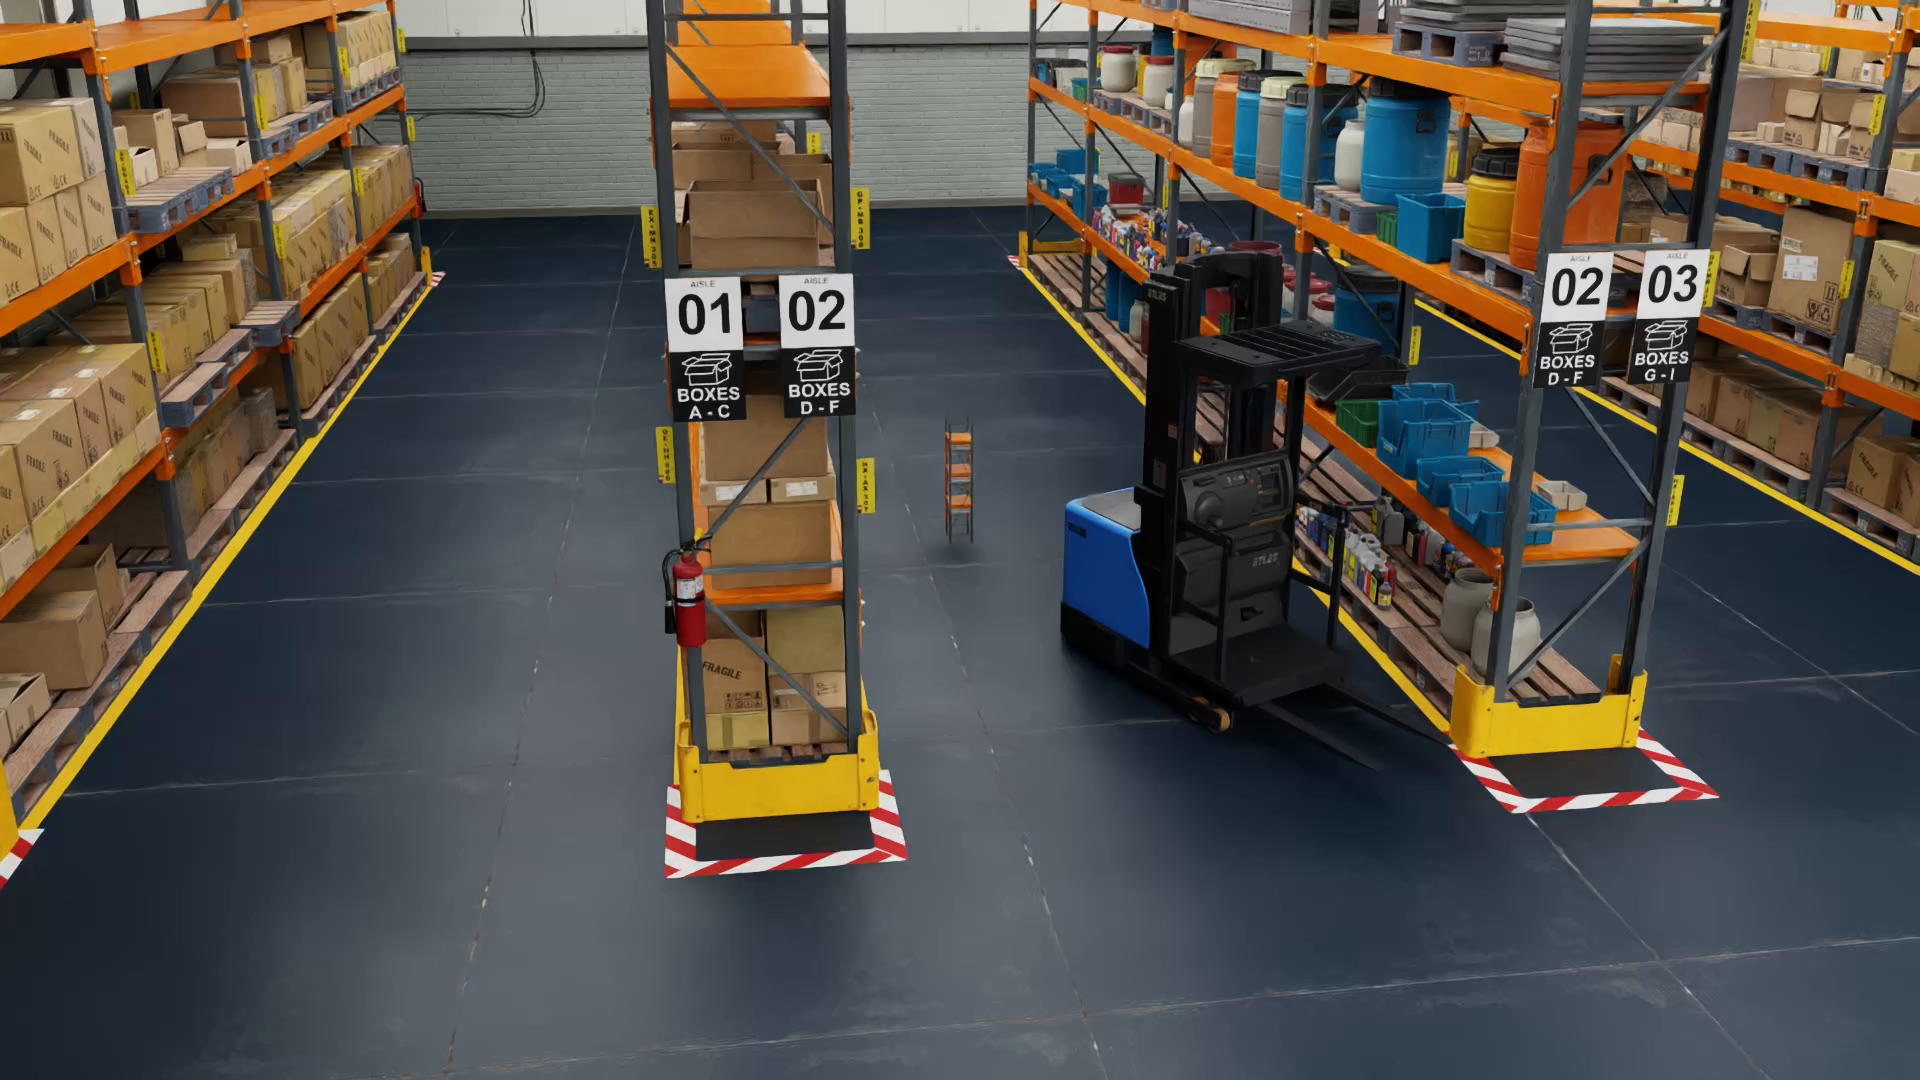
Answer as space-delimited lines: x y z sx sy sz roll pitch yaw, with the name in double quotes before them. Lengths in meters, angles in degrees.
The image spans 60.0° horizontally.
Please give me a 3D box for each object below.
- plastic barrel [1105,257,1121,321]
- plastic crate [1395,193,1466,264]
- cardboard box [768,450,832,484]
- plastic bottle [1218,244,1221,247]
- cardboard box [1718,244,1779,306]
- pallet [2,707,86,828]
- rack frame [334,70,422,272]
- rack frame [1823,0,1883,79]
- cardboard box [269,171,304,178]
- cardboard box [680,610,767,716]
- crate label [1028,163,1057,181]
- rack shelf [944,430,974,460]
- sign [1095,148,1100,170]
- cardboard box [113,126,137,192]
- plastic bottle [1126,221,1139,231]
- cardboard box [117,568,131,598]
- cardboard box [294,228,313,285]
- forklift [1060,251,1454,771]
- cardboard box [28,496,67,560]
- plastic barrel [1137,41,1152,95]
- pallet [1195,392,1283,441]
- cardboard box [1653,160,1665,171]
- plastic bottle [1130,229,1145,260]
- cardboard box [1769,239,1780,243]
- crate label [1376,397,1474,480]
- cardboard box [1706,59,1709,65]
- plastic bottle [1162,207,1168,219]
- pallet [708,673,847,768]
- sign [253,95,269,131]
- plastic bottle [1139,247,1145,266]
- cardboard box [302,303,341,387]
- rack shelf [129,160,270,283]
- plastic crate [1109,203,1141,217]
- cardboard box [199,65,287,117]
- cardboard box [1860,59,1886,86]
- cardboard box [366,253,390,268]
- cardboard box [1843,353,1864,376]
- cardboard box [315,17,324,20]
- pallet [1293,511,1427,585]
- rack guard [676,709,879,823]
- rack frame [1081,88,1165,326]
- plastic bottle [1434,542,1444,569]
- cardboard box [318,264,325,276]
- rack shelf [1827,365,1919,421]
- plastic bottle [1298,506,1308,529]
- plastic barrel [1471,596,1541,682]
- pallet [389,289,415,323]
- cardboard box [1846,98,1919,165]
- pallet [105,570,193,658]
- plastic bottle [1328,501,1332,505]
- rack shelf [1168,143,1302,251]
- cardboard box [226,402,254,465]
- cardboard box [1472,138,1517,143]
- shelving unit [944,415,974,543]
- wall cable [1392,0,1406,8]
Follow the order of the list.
"plastic barrel" 2.152 -3.265 21.071 0.600 0.901 0.708 -3 21 -8
"plastic crate" 3.247 -2.129 11.364 0.392 0.384 0.575 -3 21 -8
"cardboard box" -0.967 -0.426 10.000 0.380 0.149 0.250 -3 21 -9
"plastic bottle" 2.883 -3.176 18.600 0.061 0.283 0.133 -3 21 -8
"cardboard box" 7.803 -2.561 16.039 0.797 0.503 0.637 -1 20 -2
"pallet" -6.077 1.411 10.138 1.003 0.211 1.213 -3 21 -8
"rack frame" -8.290 -5.126 23.654 1.000 3.000 0.127 -3 21 -8
"rack frame" 11.914 -7.516 21.479 1.000 3.000 0.127 -3 21 -8
"cardboard box" -7.905 -4.116 19.280 0.500 0.250 0.500 -2 21 -6
"cardboard box" -1.454 0.732 10.227 0.500 0.500 0.500 -3 21 -8
"crate label" 1.223 -5.473 24.737 0.416 0.233 0.303 -3 21 -8
"rack shelf" -0.008 -0.766 13.986 0.215 0.259 0.240 -3 21 -8
"sign" 2.055 -5.736 25.052 0.100 0.325 0.005 -3 21 -8
"cardboard box" -6.560 -2.813 12.431 0.500 0.500 0.500 0 20 0
"plastic bottle" 2.064 -3.690 19.987 0.152 0.276 0.135 -3 21 -8
"cardboard box" -6.454 0.334 12.456 0.380 0.166 0.250 -6 21 -15
"cardboard box" -7.020 -2.915 17.136 0.500 0.500 0.500 -2 21 -6
"forklift" 1.953 -0.302 10.836 1.130 2.935 3.031 -13 24 -30
"cardboard box" -5.896 -0.066 10.292 0.500 0.250 0.500 -3 21 -9
"plastic barrel" 2.422 -5.625 19.834 0.600 0.588 0.600 0 20 0
"pallet" 2.740 -1.279 17.340 1.003 0.211 1.213 -3 21 -8
"cardboard box" 11.060 -5.844 25.936 0.380 0.149 0.250 -3 21 -8
"plastic bottle" 2.040 -3.404 19.114 0.144 0.351 0.185 -3 21 -8
"cardboard box" 11.526 -4.222 23.857 0.380 0.149 0.250 -2 21 -6
"crate label" 3.287 -0.726 11.823 0.502 0.435 0.616 -3 21 -8
"cardboard box" 11.221 -7.075 24.798 0.500 0.250 0.500 -2 21 -6
"plastic bottle" 2.546 -3.916 20.484 0.144 0.351 0.185 -3 21 -8
"pallet" -1.234 1.206 10.685 1.003 0.211 1.213 -3 21 -8
"sign" -6.600 -4.030 15.694 0.100 0.325 0.005 -3 21 -8
"plastic bottle" 2.070 -3.204 18.792 0.097 0.201 0.097 0 20 0
"cardboard box" -7.233 -2.111 18.053 0.750 0.750 0.750 -3 21 -8
"rack shelf" -6.849 -2.732 13.985 1.077 0.370 4.000 -3 21 -8
"plastic crate" 2.164 -4.314 21.770 0.396 0.136 0.243 -3 21 -8
"cardboard box" -7.542 -4.723 17.515 0.700 0.500 0.500 -3 21 -8
"cardboard box" 11.833 -5.951 21.102 0.500 0.311 0.500 -3 21 -9
"cardboard box" -7.664 -3.643 21.729 0.380 0.149 0.250 -4 21 -9
"cardboard box" 7.878 -1.513 14.340 0.380 0.149 0.250 -3 21 -8
"cardboard box" -8.217 -6.260 20.802 0.500 0.500 0.500 -4 21 -10
"pallet" 3.299 0.070 13.727 1.003 0.211 1.213 -3 21 -8
"rack guard" -1.079 1.342 9.909 1.175 0.500 0.348 -3 21 -8
"rack frame" 2.090 -4.241 21.283 1.000 3.000 0.127 -3 21 -8
"plastic bottle" 3.759 0.117 12.988 0.097 0.201 0.097 0 20 0
"cardboard box" -7.218 -2.995 18.280 0.380 0.149 0.250 -2 21 -6
"rack shelf" 8.433 -0.691 12.808 1.077 0.370 4.000 -3 21 -8
"plastic bottle" 2.870 -0.199 13.831 0.097 0.201 0.097 0 20 0
"plastic barrel" 3.649 0.659 11.121 0.421 0.512 0.421 0 20 0
"pallet" -7.925 -3.125 22.282 1.003 0.211 1.213 -3 21 -8
"cardboard box" 8.175 -3.539 14.369 0.797 0.503 0.637 -4 21 -10
"pallet" -6.429 0.566 12.400 1.003 0.211 1.213 -3 21 -8
"plastic bottle" 3.034 -0.167 13.630 0.061 0.283 0.133 -3 21 -8
"rack shelf" 2.955 -3.232 15.322 1.077 0.370 4.000 -3 21 -8
"cardboard box" -7.022 -0.960 15.444 0.700 0.500 0.500 -3 21 -8
"cardboard box" 7.175 -5.090 22.274 0.500 0.500 0.500 -3 21 -8
"shelving unit" -0.008 -0.510 14.082 0.215 1.050 0.252 -3 21 -8
"wall cable" 9.010 -12.325 29.755 2.277 5.999 0.120 -3 21 -8
